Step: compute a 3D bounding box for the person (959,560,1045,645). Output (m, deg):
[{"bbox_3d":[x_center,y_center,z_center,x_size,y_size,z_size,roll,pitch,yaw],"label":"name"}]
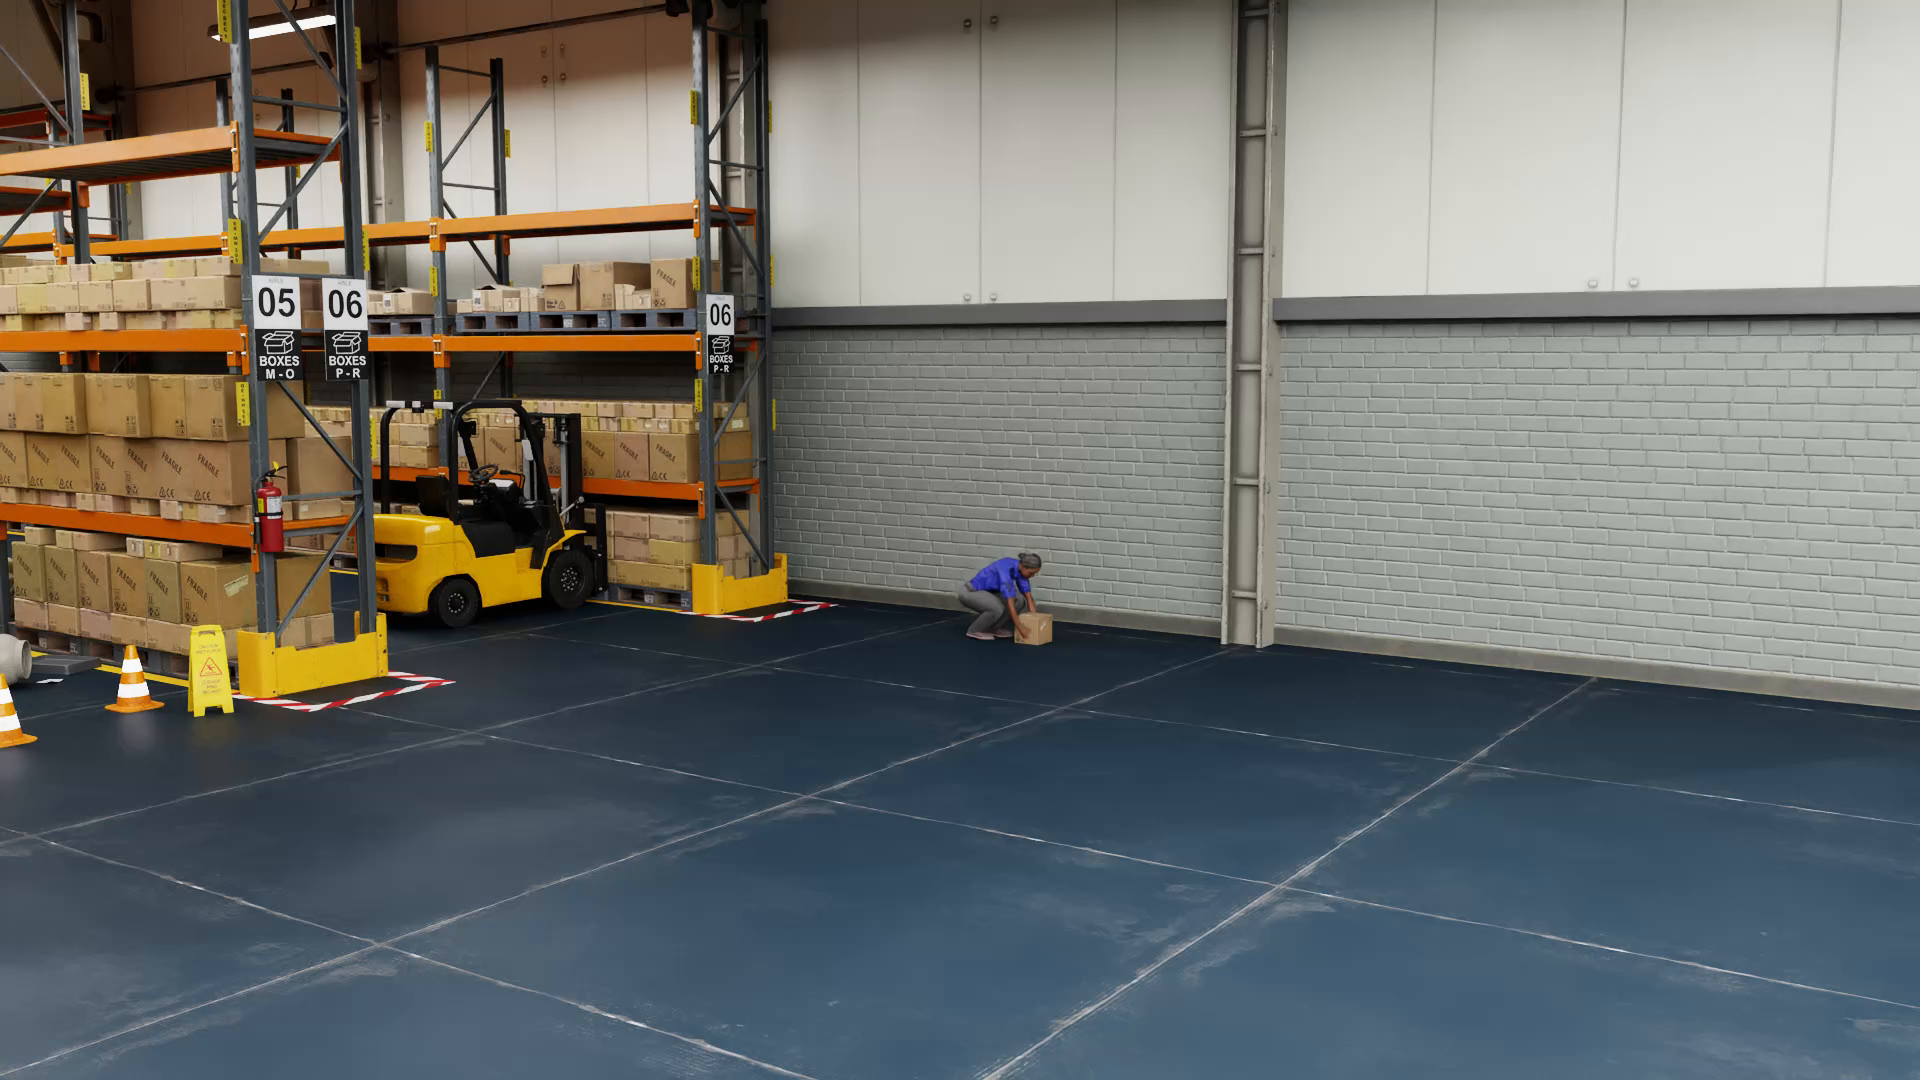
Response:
[{"bbox_3d":[0.394,0.576,15.293,0.827,0.809,0.469,4,8,33],"label":"person"}]
